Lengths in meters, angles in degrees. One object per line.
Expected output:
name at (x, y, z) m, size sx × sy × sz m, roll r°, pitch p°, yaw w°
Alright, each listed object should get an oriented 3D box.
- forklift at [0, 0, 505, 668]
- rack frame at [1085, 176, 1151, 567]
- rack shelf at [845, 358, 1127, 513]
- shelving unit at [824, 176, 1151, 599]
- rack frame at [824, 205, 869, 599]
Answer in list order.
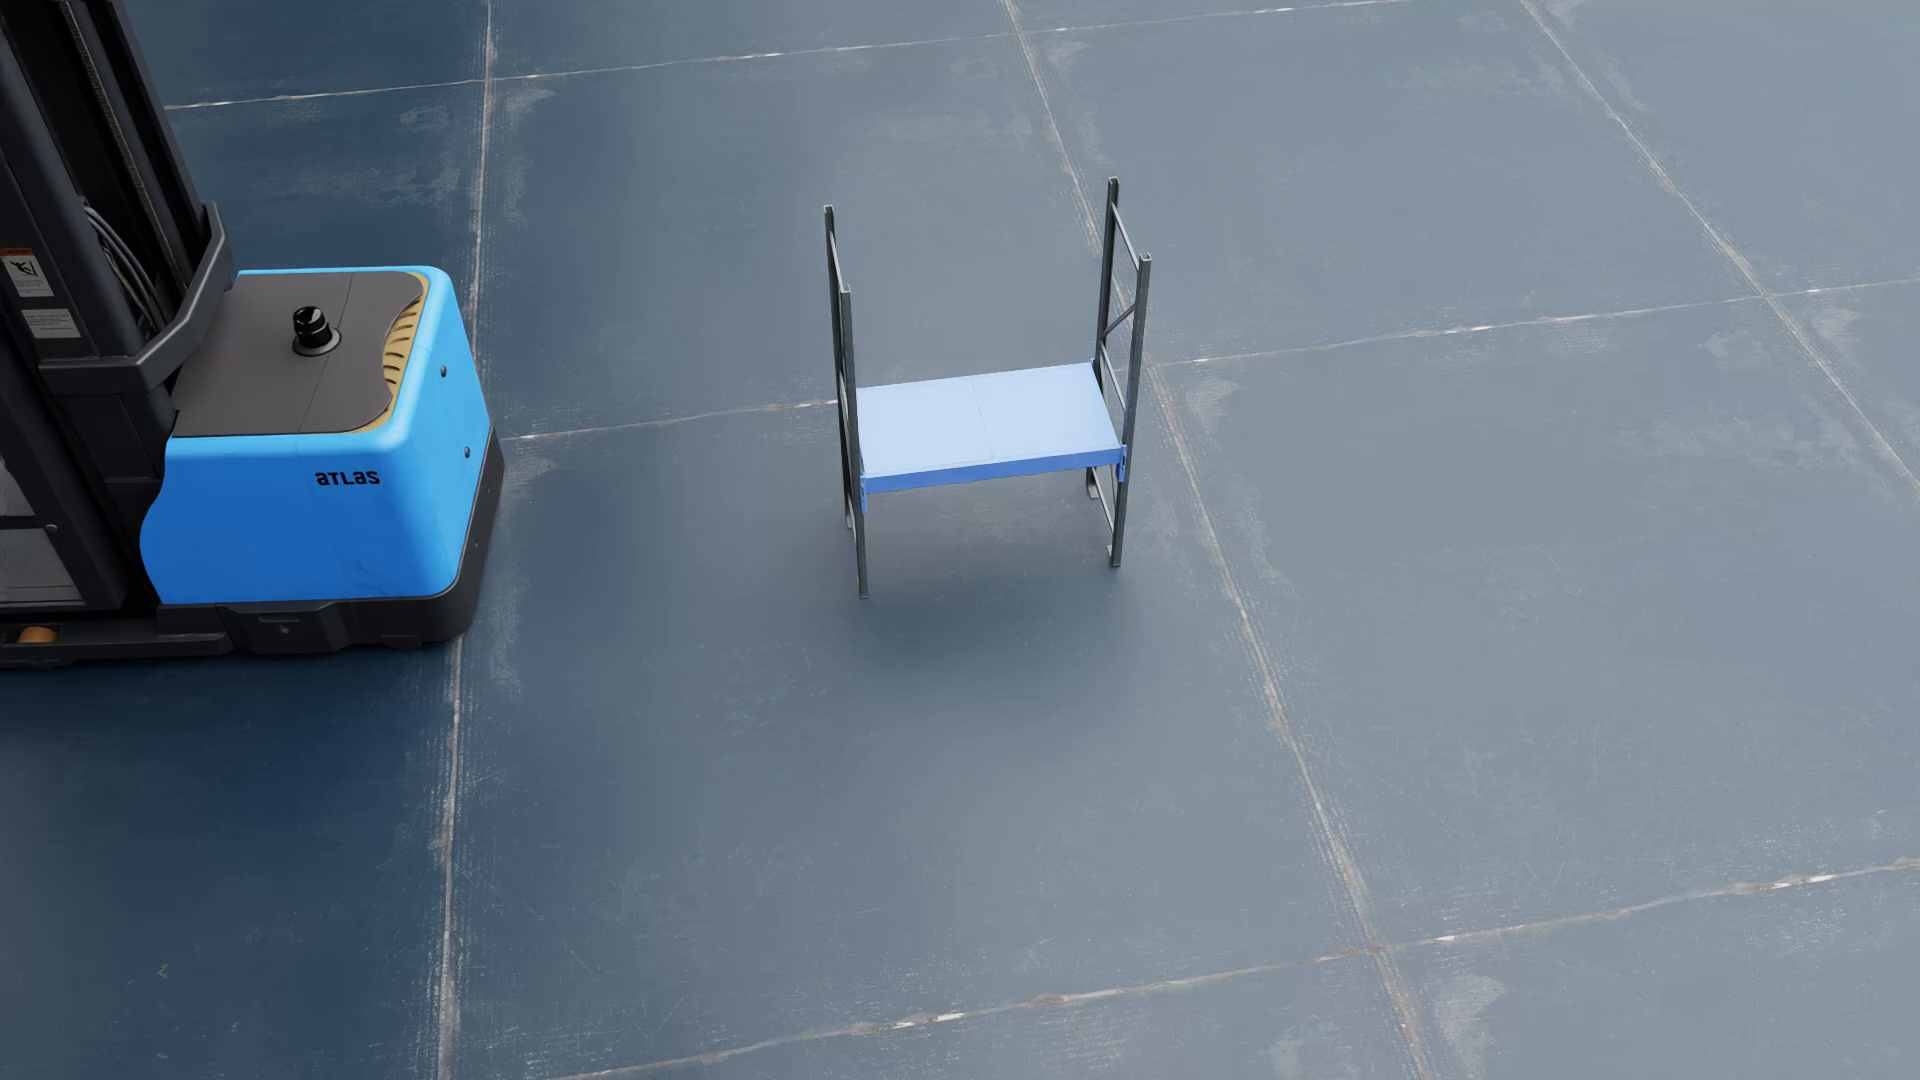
forklift at (-3.394, -0.919, 5.600) m, size 3.031 × 2.935 × 1.130 m, roll -2°, pitch 46°, yaw -2°
rack frame at (0.585, -0.593, 6.280) m, size 0.032 × 1.500 × 0.500 m, roll -7°, pitch 46°, yaw -7°
rack shelf at (0.084, -0.406, 6.350) m, size 1.000 × 0.185 × 0.538 m, roll -7°, pitch 46°, yaw -7°
shelving unit at (0.084, -0.531, 6.220) m, size 1.048 × 1.500 × 0.538 m, roll -7°, pitch 46°, yaw -7°
rack frame at (-0.417, -0.468, 6.160) m, size 0.032 × 1.500 × 0.500 m, roll -7°, pitch 46°, yaw -7°
